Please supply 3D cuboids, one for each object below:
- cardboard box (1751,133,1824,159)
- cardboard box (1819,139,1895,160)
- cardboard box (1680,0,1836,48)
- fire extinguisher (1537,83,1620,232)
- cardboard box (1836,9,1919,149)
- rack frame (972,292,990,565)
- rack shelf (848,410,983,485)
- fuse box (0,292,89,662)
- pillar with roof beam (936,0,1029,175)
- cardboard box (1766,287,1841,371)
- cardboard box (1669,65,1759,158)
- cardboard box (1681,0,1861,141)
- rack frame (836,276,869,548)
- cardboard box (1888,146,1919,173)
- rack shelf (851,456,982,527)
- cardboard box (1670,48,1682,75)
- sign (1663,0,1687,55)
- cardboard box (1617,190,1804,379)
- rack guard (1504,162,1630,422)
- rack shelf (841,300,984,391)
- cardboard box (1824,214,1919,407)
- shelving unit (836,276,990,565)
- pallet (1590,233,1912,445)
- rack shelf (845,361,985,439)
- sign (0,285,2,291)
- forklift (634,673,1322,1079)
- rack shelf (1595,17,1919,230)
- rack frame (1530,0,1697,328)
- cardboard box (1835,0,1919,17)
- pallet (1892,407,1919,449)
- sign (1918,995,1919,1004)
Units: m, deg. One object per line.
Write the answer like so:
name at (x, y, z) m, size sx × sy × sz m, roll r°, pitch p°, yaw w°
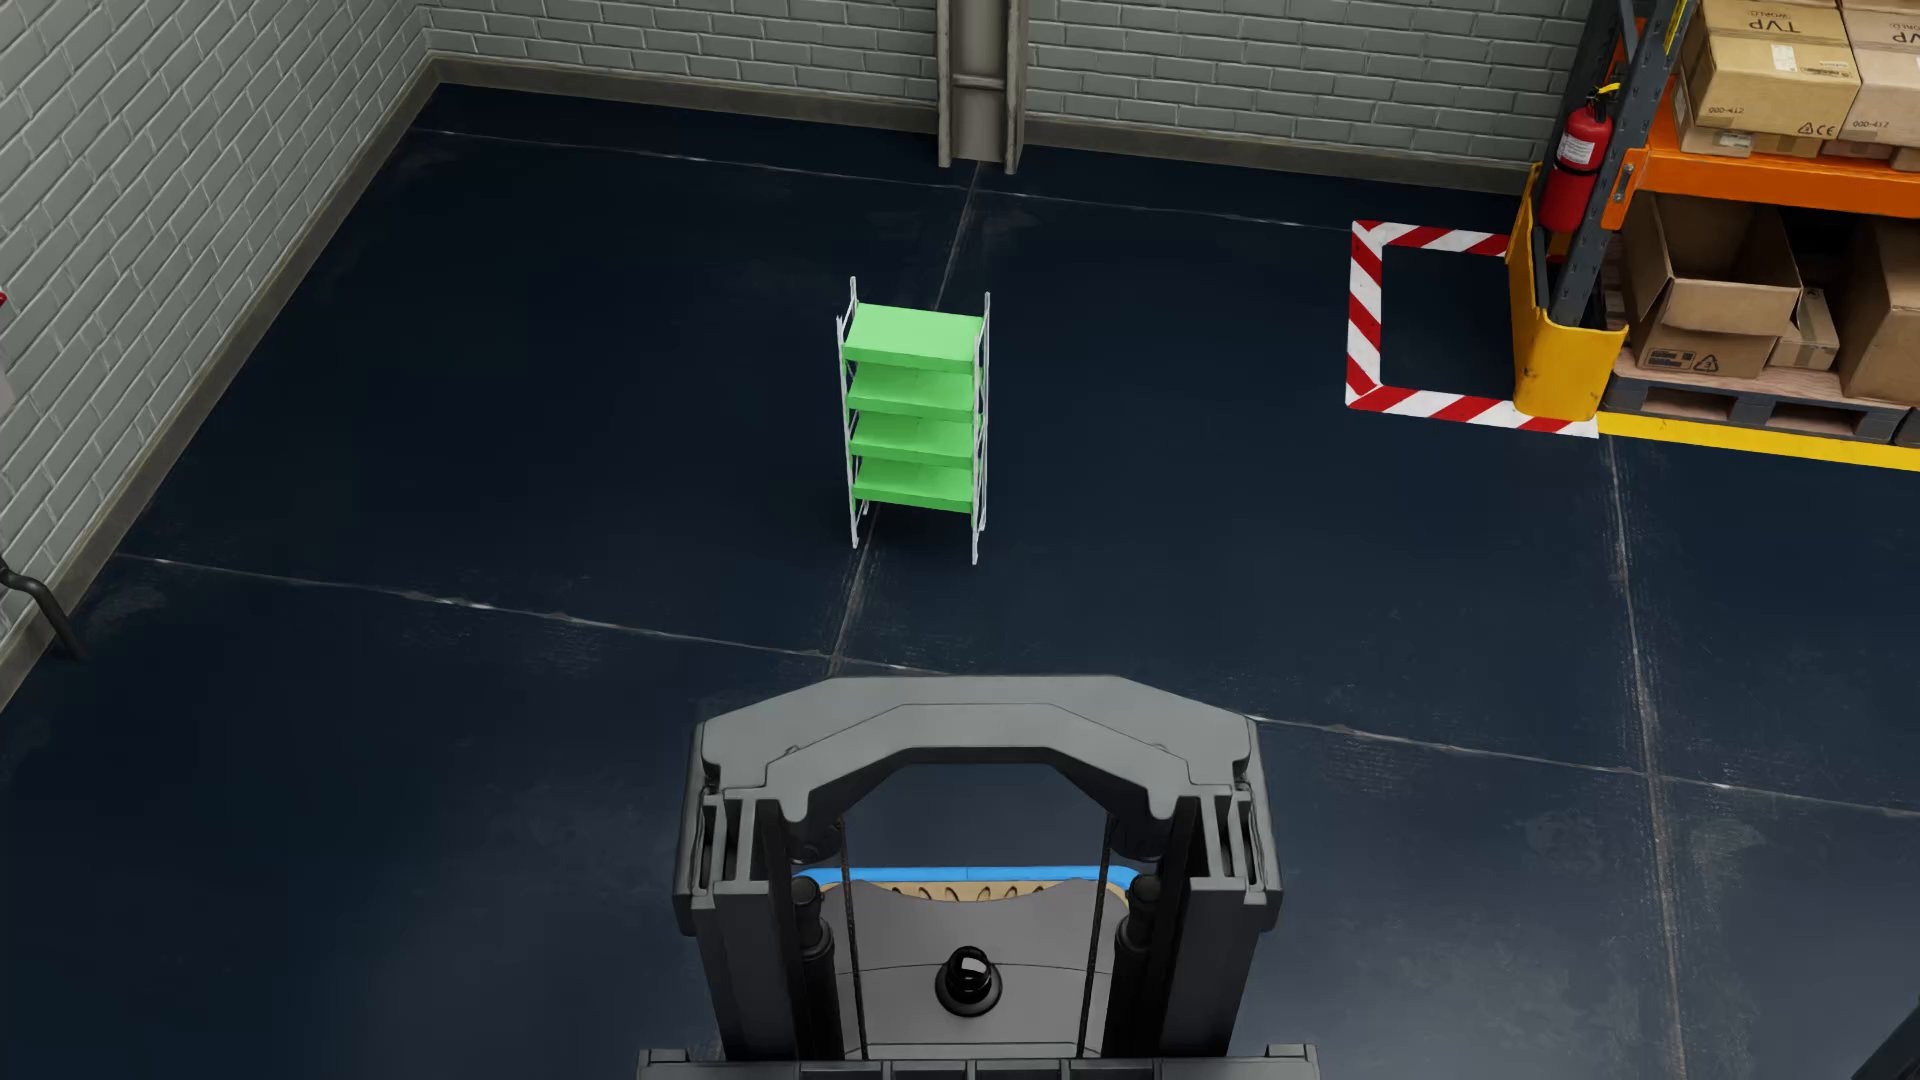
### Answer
cardboard box at (3.136, -1.637, 6.345) m, size 0.250 × 0.149 × 0.380 m, roll 9°, pitch 49°, yaw 8°
cardboard box at (3.401, -1.628, 6.337) m, size 0.250 × 0.149 × 0.380 m, roll 7°, pitch 48°, yaw 6°
cardboard box at (3.103, -2.148, 6.536) m, size 0.500 × 0.250 × 0.500 m, roll 9°, pitch 49°, yaw 8°
fire extinguisher at (2.376, -1.496, 6.352) m, size 0.183 × 0.674 × 0.296 m, roll 8°, pitch 49°, yaw 7°
cardboard box at (3.498, -1.690, 6.125) m, size 0.500 × 0.250 × 0.500 m, roll 8°, pitch 49°, yaw 7°
rack frame at (0.077, -0.391, 6.266) m, size 0.015 × 1.200 × 0.240 m, roll 8°, pitch 49°, yaw 7°
rack shelf at (-0.163, -0.380, 6.343) m, size 0.480 × 0.148 × 0.258 m, roll 8°, pitch 49°, yaw 7°
fuse box at (-3.312, -0.148, 5.704) m, size 0.414 × 1.711 × 0.539 m, roll 8°, pitch 49°, yaw 7°
pillar with roof beam at (-0.656, -1.835, 2.321) m, size 0.400 × 9.000 × 9.100 m, roll 8°, pitch 49°, yaw 7°
cardboard box at (3.599, -0.917, 7.164) m, size 0.250 × 0.149 × 0.380 m, roll 6°, pitch 48°, yaw 5°
cardboard box at (2.878, -1.637, 6.345) m, size 0.250 × 0.149 × 0.380 m, roll 7°, pitch 48°, yaw 7°
cardboard box at (3.002, -1.757, 6.185) m, size 0.500 × 0.250 × 0.500 m, roll 8°, pitch 49°, yaw 7°
rack frame at (-0.403, -0.455, 6.324) m, size 0.015 × 1.200 × 0.240 m, roll 8°, pitch 49°, yaw 7°
cardboard box at (3.639, -1.549, 6.266) m, size 0.250 × 0.149 × 0.380 m, roll 9°, pitch 49°, yaw 8°
rack shelf at (-0.163, -0.220, 6.521) m, size 0.480 × 0.148 × 0.258 m, roll 8°, pitch 49°, yaw 7°
cardboard box at (2.977, -2.034, 6.702) m, size 0.250 × 0.149 × 0.380 m, roll 7°, pitch 48°, yaw 6°
sign at (2.507, -1.857, 5.792) m, size 0.005 × 0.325 × 0.100 m, roll 8°, pitch 49°, yaw 7°
cardboard box at (3.188, -1.121, 7.108) m, size 0.637 × 0.503 × 0.797 m, roll 6°, pitch 48°, yaw 5°
rack guard at (2.678, -1.119, 7.392) m, size 0.348 × 0.500 × 1.175 m, roll 8°, pitch 49°, yaw 7°
rack shelf at (-0.163, -0.701, 5.986) m, size 0.480 × 0.148 × 0.258 m, roll 8°, pitch 49°, yaw 7°
cardboard box at (4.022, -0.978, 6.982) m, size 0.500 × 0.500 × 0.700 m, roll 9°, pitch 49°, yaw 8°
shelving unit at (-0.163, -0.423, 6.295) m, size 0.503 × 1.200 × 0.258 m, roll 8°, pitch 49°, yaw 7°
pallet at (3.462, -0.918, 7.405) m, size 1.213 × 0.211 × 1.003 m, roll 8°, pitch 49°, yaw 7°
rack shelf at (-0.163, -0.541, 6.164) m, size 0.480 × 0.148 × 0.258 m, roll 8°, pitch 49°, yaw 7°
sign at (-3.428, -0.936, 5.610) m, size 0.001 × 0.494 × 0.329 m, roll 8°, pitch 49°, yaw 7°
forklift at (0.031, 1.721, 3.205) m, size 1.130 × 2.935 × 3.031 m, roll 0°, pitch 48°, yaw 0°
rack shelf at (4.571, -1.460, 6.501) m, size 4.000 × 0.370 × 1.077 m, roll 8°, pitch 49°, yaw 7°
rack frame at (2.603, -1.965, 6.471) m, size 0.127 × 3.000 × 1.000 m, roll 8°, pitch 49°, yaw 7°
cardboard box at (3.610, -2.079, 6.474) m, size 0.500 × 0.250 × 0.500 m, roll 8°, pitch 49°, yaw 7°
pallet at (4.659, -0.755, 7.259) m, size 1.213 × 0.211 × 1.003 m, roll 8°, pitch 49°, yaw 7°
sign at (1.834, 0.807, 3.042) m, size 0.005 × 0.325 × 0.100 m, roll 8°, pitch 49°, yaw 7°
